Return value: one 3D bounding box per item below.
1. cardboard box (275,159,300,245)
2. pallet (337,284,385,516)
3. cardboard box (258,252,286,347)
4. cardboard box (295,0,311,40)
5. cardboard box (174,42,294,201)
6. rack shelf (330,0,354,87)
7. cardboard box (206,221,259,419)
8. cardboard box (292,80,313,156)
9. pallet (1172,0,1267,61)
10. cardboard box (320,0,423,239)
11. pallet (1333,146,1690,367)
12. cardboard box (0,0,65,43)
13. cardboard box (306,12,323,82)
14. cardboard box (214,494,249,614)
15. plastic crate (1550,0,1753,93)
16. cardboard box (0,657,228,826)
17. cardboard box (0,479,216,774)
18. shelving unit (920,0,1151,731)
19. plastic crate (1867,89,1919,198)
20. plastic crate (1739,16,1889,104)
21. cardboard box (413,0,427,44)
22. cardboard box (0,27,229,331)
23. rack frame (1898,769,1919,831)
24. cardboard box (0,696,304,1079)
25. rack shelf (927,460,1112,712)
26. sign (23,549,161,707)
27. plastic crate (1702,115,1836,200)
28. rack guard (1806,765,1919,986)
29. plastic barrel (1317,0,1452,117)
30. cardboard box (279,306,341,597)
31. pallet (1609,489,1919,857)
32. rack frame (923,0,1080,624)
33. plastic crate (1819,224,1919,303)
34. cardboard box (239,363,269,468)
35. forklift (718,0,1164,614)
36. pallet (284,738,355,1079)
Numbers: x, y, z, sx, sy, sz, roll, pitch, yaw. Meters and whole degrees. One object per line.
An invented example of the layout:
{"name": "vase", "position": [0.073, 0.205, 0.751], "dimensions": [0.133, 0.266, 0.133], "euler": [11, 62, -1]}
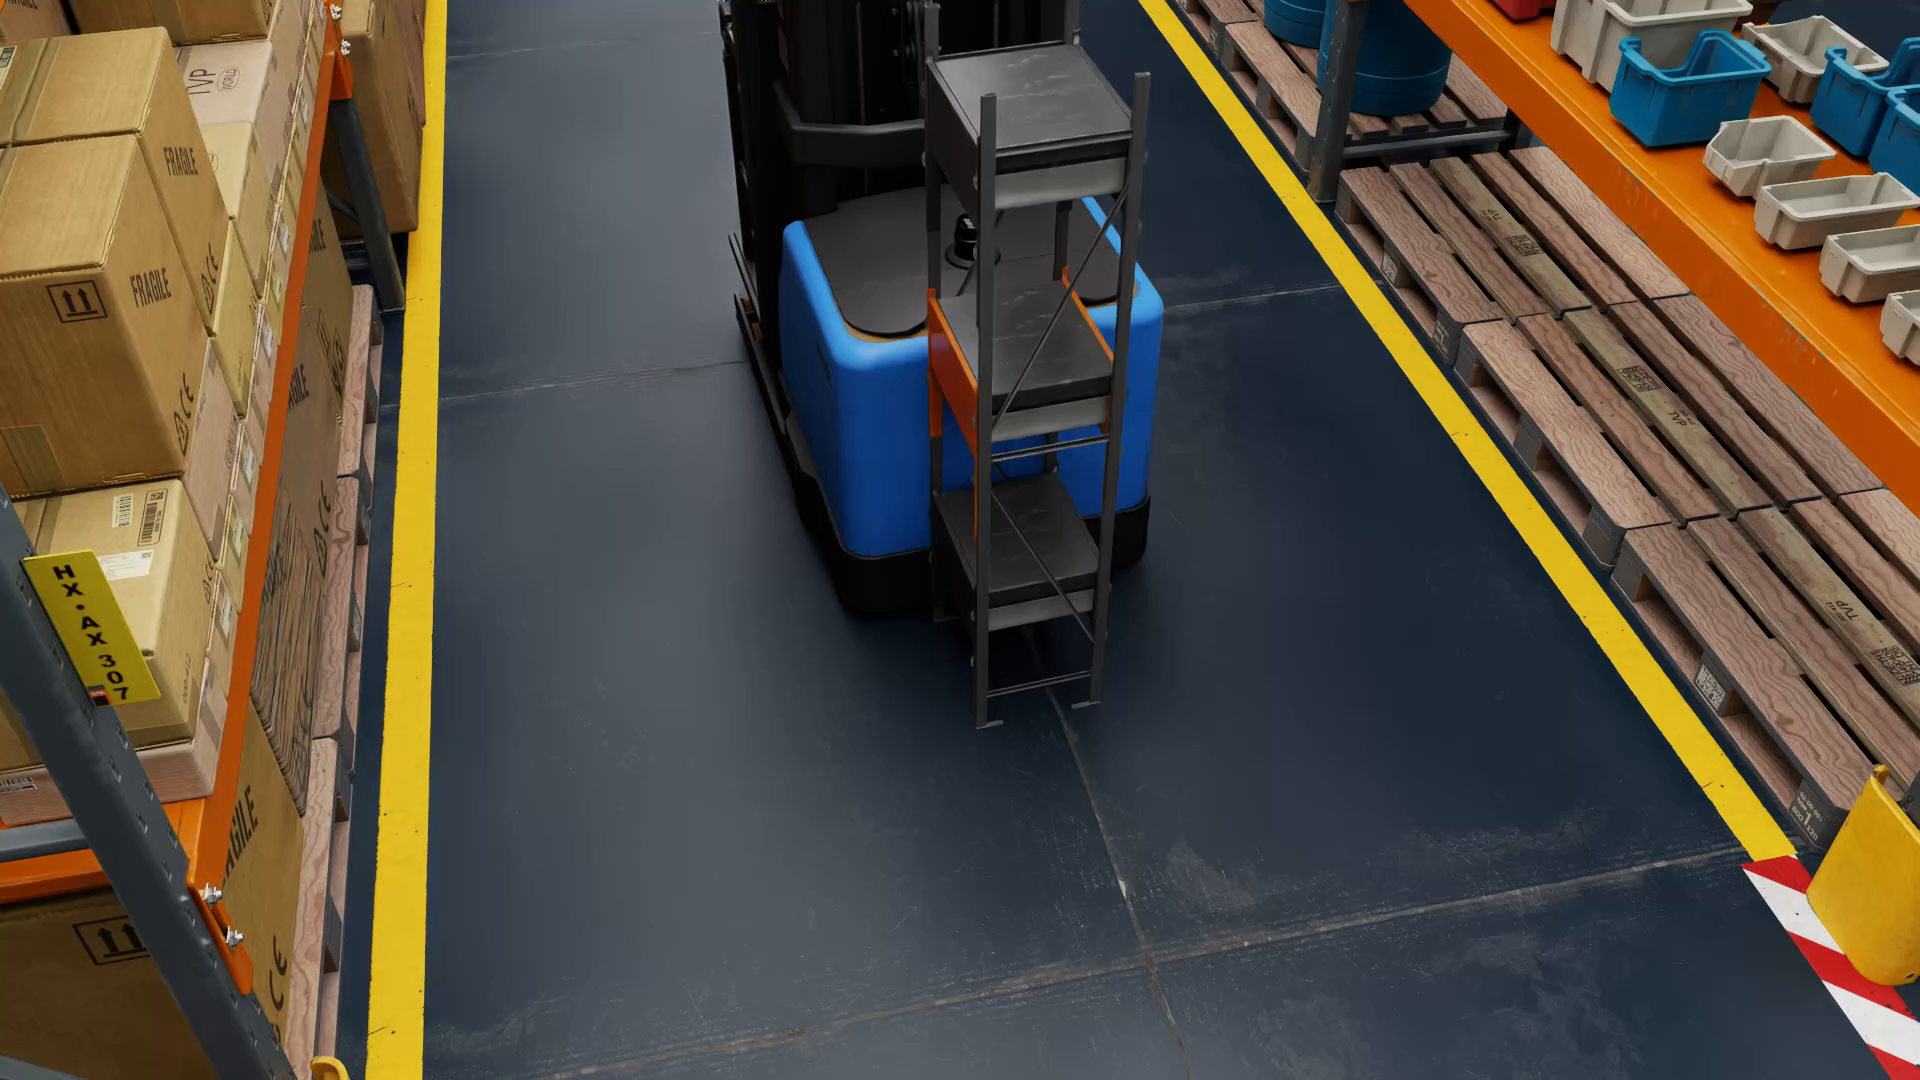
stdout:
{"name": "cardboard box", "position": [-2.105, -0.943, 4.742], "dimensions": [0.380, 0.149, 0.250], "euler": [-9, 42, -10]}
{"name": "pallet", "position": [-2.681, -0.473, 6.124], "dimensions": [1.003, 0.211, 1.213], "euler": [-8, 42, -9]}
{"name": "cardboard box", "position": [-1.993, -0.608, 4.364], "dimensions": [0.380, 0.149, 0.250], "euler": [-9, 42, -10]}
{"name": "cardboard box", "position": [-2.417, -1.827, 5.437], "dimensions": [0.500, 0.250, 0.500], "euler": [-9, 42, -10]}
{"name": "cardboard box", "position": [-2.192, -1.161, 4.687], "dimensions": [0.500, 0.250, 0.500], "euler": [-8, 42, -8]}
{"name": "rack shelf", "position": [-3.200, -3.048, 7.466], "dimensions": [1.077, 0.370, 4.000], "euler": [-8, 42, -9]}
{"name": "cardboard box", "position": [-1.968, -0.495, 3.937], "dimensions": [0.500, 0.250, 0.500], "euler": [-10, 43, -11]}
{"name": "cardboard box", "position": [-2.216, -1.276, 5.117], "dimensions": [0.380, 0.149, 0.250], "euler": [-8, 42, -8]}
{"name": "pallet", "position": [1.675, -2.986, 8.954], "dimensions": [1.003, 0.211, 1.213], "euler": [-8, 42, -9]}
{"name": "cardboard box", "position": [-2.926, -1.795, 6.796], "dimensions": [1.225, 0.875, 0.875], "euler": [-8, 42, -9]}
{"name": "pallet", "position": [2.265, -1.216, 6.961], "dimensions": [1.003, 0.211, 1.213], "euler": [-8, 42, -9]}
{"name": "cardboard box", "position": [-2.699, -1.352, 4.337], "dimensions": [0.500, 0.500, 0.500], "euler": [-10, 42, -11]}
{"name": "cardboard box", "position": [-2.327, -1.608, 5.492], "dimensions": [0.380, 0.149, 0.250], "euler": [-8, 42, -8]}
{"name": "cardboard box", "position": [-1.772, 0.057, 3.615], "dimensions": [0.380, 0.149, 0.250], "euler": [-9, 42, -10]}
{"name": "plastic crate", "position": [2.218, -1.692, 5.441], "dimensions": [0.437, 0.282, 0.530], "euler": [-8, 42, -9]}
{"name": "cardboard box", "position": [-1.659, 0.389, 3.241], "dimensions": [0.380, 0.149, 0.250], "euler": [-8, 42, -9]}
{"name": "cardboard box", "position": [-1.745, 0.168, 3.191], "dimensions": [0.500, 0.250, 0.500], "euler": [-9, 42, -10]}
{"name": "shelving unit", "position": [0.172, -0.396, 4.615], "dimensions": [0.431, 2.100, 0.503], "euler": [-11, 43, -12]}
{"name": "plastic crate", "position": [2.915, -1.158, 4.876], "dimensions": [0.416, 0.233, 0.300], "euler": [-8, 42, -9]}
{"name": "plastic crate", "position": [2.737, -1.568, 5.410], "dimensions": [0.293, 0.136, 0.466], "euler": [-8, 42, -9]}
{"name": "cardboard box", "position": [-3.318, -2.946, 8.094], "dimensions": [1.225, 0.875, 0.875], "euler": [-8, 42, -9]}
{"name": "cardboard box", "position": [-1.971, -0.772, 3.684], "dimensions": [0.500, 0.500, 0.500], "euler": [-9, 42, -10]}
{"name": "rack frame", "position": [2.931, -0.137, 3.645], "dimensions": [1.000, 3.000, 0.127], "euler": [-8, 42, -9]}
{"name": "cardboard box", "position": [-2.121, 0.807, 3.866], "dimensions": [0.875, 0.875, 0.875], "euler": [-8, 42, -9]}
{"name": "rack shelf", "position": [0.172, 0.137, 5.089], "dimensions": [0.431, 0.518, 0.480], "euler": [-11, 43, -12]}
{"name": "sign", "position": [-1.362, 0.144, 2.617], "dimensions": [0.100, 0.325, 0.005], "euler": [-8, 42, -9]}
{"name": "plastic crate", "position": [2.364, -1.120, 4.905], "dimensions": [0.298, 0.136, 0.250], "euler": [-8, 42, -9]}
{"name": "rack guard", "position": [2.949, 0.811, 4.459], "dimensions": [1.175, 0.500, 0.348], "euler": [-8, 42, -9]}
{"name": "plastic barrel", "position": [1.967, -2.457, 7.523], "dimensions": [0.600, 0.901, 0.708], "euler": [-8, 42, -9]}
{"name": "cardboard box", "position": [-2.510, -0.360, 5.180], "dimensions": [0.875, 0.875, 0.875], "euler": [-8, 42, -9]}
{"name": "pallet", "position": [2.791, 0.366, 5.179], "dimensions": [1.003, 0.211, 1.213], "euler": [-8, 42, -9]}
{"name": "rack frame", "position": [0.105, -0.552, 4.790], "dimensions": [0.400, 2.100, 0.015], "euler": [-11, 43, -12]}
{"name": "plastic crate", "position": [2.530, -0.754, 4.493], "dimensions": [0.396, 0.136, 0.243], "euler": [-8, 42, -9]}
{"name": "cardboard box", "position": [-1.883, -0.277, 3.991], "dimensions": [0.380, 0.149, 0.250], "euler": [-9, 42, -10]}
{"name": "forklift", "position": [-0.268, -1.848, 5.625], "dimensions": [1.130, 2.935, 3.031], "euler": [-11, 43, -12]}
{"name": "pallet", "position": [-2.154, 1.108, 4.342], "dimensions": [1.003, 0.211, 1.213], "euler": [-8, 42, -9]}
